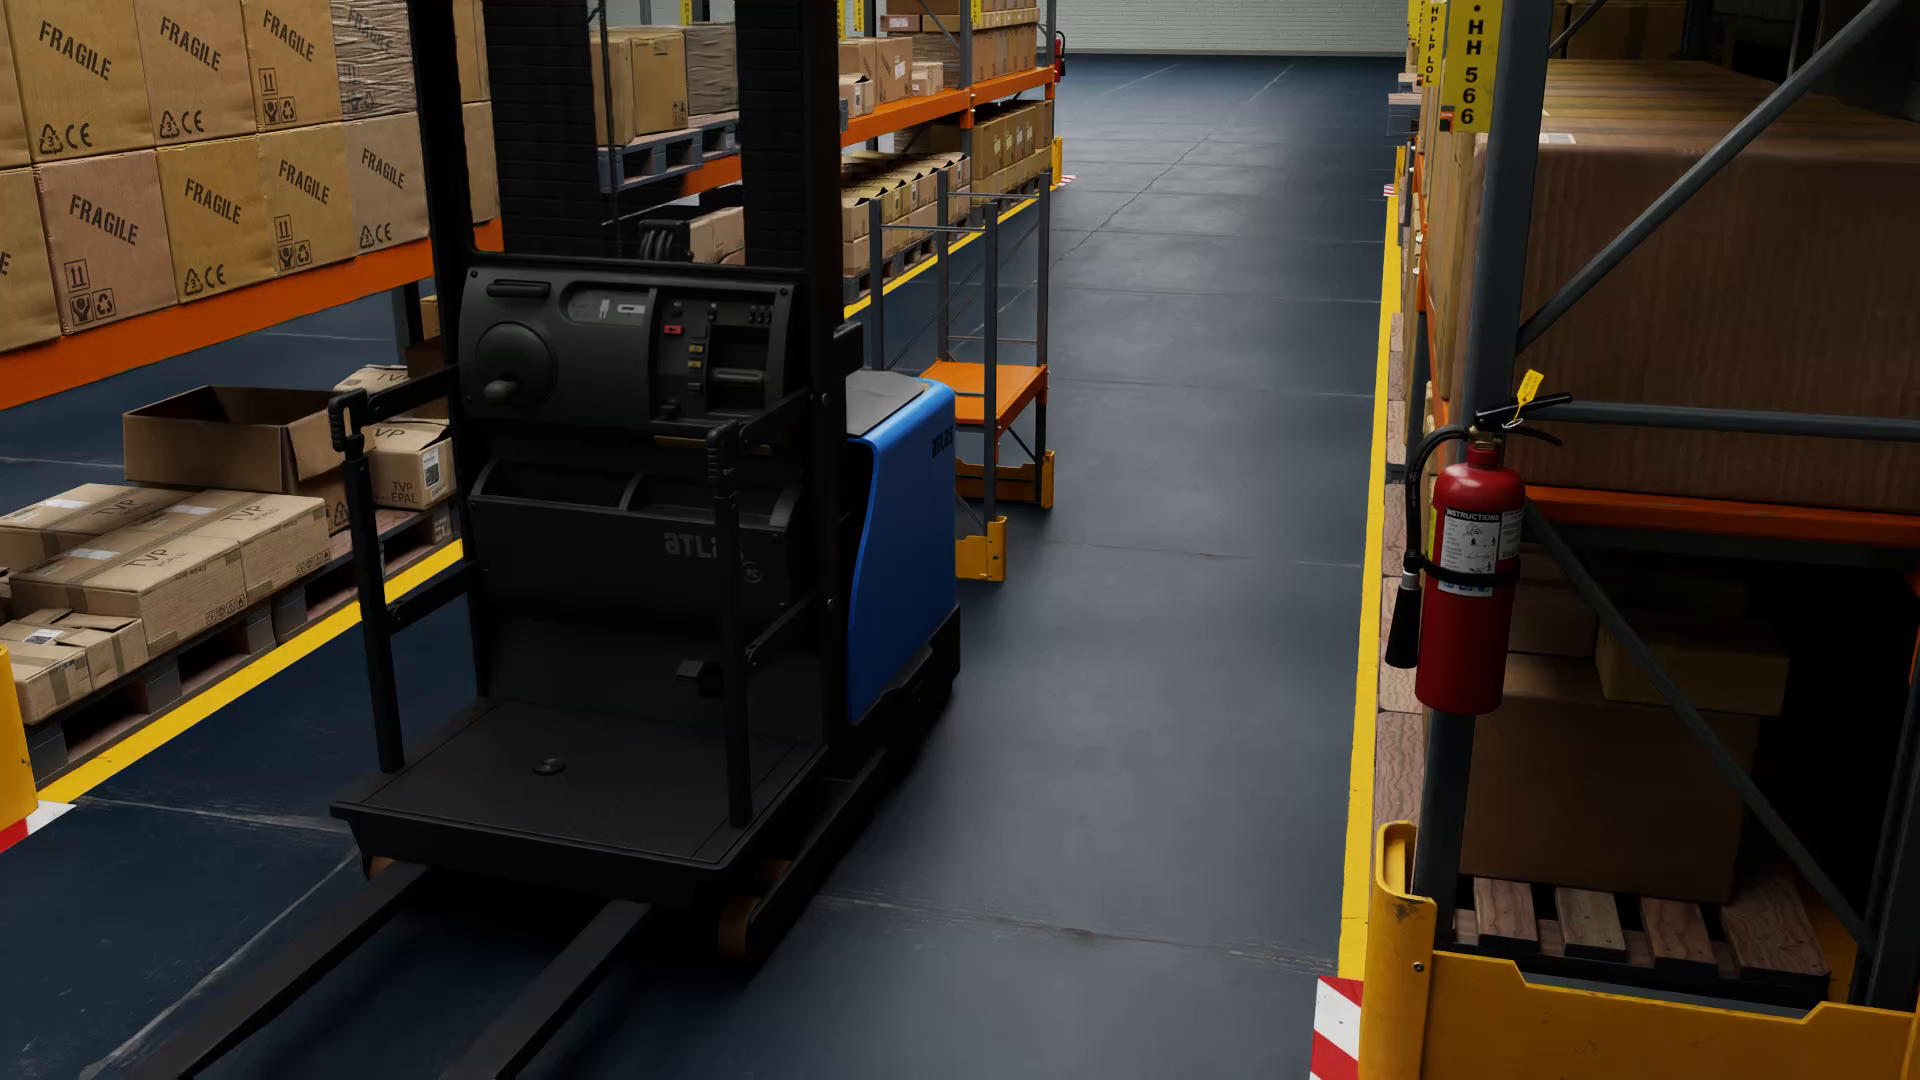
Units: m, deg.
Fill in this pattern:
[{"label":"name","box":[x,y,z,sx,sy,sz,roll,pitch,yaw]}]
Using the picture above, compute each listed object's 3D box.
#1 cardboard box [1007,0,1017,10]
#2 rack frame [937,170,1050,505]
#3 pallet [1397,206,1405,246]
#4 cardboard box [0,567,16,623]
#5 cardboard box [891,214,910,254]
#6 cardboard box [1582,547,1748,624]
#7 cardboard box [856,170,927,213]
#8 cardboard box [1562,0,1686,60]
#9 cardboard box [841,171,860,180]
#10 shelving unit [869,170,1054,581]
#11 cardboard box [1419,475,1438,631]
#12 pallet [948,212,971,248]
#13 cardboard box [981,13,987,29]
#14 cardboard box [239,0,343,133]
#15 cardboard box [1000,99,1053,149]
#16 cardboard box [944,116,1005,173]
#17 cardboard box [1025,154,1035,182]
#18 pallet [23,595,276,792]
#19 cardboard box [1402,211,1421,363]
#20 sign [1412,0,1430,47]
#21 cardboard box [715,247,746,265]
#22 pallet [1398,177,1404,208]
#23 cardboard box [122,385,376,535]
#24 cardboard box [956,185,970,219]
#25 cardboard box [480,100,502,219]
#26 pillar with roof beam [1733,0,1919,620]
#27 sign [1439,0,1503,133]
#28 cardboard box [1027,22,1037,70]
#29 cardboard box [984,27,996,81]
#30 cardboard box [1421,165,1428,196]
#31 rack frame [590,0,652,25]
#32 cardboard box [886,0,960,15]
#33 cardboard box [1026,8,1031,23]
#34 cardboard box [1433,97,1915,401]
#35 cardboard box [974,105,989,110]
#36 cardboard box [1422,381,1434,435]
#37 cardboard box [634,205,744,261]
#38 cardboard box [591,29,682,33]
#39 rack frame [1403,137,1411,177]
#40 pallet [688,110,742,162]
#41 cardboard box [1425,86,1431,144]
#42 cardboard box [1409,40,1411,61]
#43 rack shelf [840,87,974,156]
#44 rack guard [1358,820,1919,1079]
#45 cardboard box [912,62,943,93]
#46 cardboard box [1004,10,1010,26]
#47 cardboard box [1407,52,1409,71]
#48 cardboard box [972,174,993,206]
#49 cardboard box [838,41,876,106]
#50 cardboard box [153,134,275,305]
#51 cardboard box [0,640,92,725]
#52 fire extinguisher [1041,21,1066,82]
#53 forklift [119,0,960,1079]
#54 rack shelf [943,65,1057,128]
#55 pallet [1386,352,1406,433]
[{"label":"cardboard box","box":[0.205,-5.803,17.374,0.700,0.500,0.500,5,19,14]},{"label":"rack frame","box":[0.145,-0.896,7.490,0.500,1.500,0.032,5,19,13]},{"label":"pallet","box":[4.547,-2.877,15.283,1.003,0.211,1.213,5,19,13]},{"label":"cardboard box","box":[-3.239,0.211,5.631,0.380,0.166,0.250,5,19,13]},{"label":"cardboard box","box":[-0.709,-2.479,13.408,0.500,0.250,0.500,4,19,12]},{"label":"cardboard box","box":[1.845,0.124,4.397,0.380,0.149,0.250,5,19,14]},{"label":"cardboard box","box":[-0.580,-2.909,13.801,0.500,0.311,0.500,4,19,13]},{"label":"cardboard box","box":[2.827,-2.151,7.040,0.500,0.250,0.500,5,20,15]},{"label":"cardboard box","box":[-1.105,-2.944,13.903,0.500,0.311,0.500,5,20,15]},{"label":"shelving unit","box":[0.019,-0.734,7.015,0.587,1.500,1.083,5,19,13]},{"label":"cardboard box","box":[1.927,0.053,5.609,0.700,0.500,0.500,5,20,15]},{"label":"pallet","box":[-0.530,-2.819,15.115,1.003,0.211,1.213,5,19,13]},{"label":"cardboard box","box":[0.051,-5.038,16.139,0.380,0.149,0.250,4,19,13]},{"label":"cardboard box","box":[-2.585,-1.731,5.912,0.500,0.500,0.500,4,19,13]},{"label":"cardboard box","box":[0.747,-4.687,18.714,0.500,0.500,0.500,5,19,13]},{"label":"cardboard box","box":[0.144,-3.903,16.419,0.500,0.500,0.500,5,19,13]},{"label":"cardboard box","box":[0.514,-4.018,17.915,0.500,0.250,0.500,5,19,13]},{"label":"pallet","box":[-3.107,0.434,5.590,1.003,0.211,1.213,5,19,13]},{"label":"cardboard box","box":[2.912,-1.416,9.370,0.750,0.750,0.750,5,19,13]},{"label":"sign","box":[2.911,-3.279,10.479,0.100,0.325,0.005,5,19,13]},{"label":"cardboard box","box":[-1.615,-1.506,10.142,0.500,0.500,0.500,4,19,11]},{"label":"pallet","box":[5.143,-3.641,17.522,1.003,0.211,1.213,5,19,13]},{"label":"cardboard box","box":[-2.796,-0.303,6.616,0.797,0.503,0.637,5,19,13]},{"label":"cardboard box","box":[-0.208,-3.118,15.278,0.500,0.250,0.500,4,19,13]},{"label":"cardboard box","box":[-2.216,-1.736,7.474,0.500,0.500,0.500,5,19,14]},{"label":"pillar with roof beam","box":[-1.045,-4.367,6.050,9.100,9.000,0.400,5,19,13]},{"label":"sign","box":[0.962,-0.929,3.109,0.100,0.325,0.005,5,19,13]},{"label":"cardboard box","box":[0.463,-5.529,18.578,0.700,0.500,0.500,5,19,13]},{"label":"cardboard box","box":[-0.036,-4.883,16.687,0.700,0.500,0.500,5,19,14]},{"label":"cardboard box","box":[2.424,-1.740,8.000,0.380,0.149,0.250,5,19,13]},{"label":"rack frame","box":[-4.213,-6.019,20.169,1.000,3.000,0.127,5,19,13]},{"label":"cardboard box","box":[-0.285,-5.174,15.532,0.700,0.500,0.500,5,19,14]},{"label":"cardboard box","box":[0.556,-5.684,18.029,0.380,0.149,0.250,4,19,13]},{"label":"cardboard box","box":[1.767,-0.753,4.288,0.980,0.700,0.700,5,19,13]},{"label":"cardboard box","box":[0.013,-4.414,17.914,0.500,0.500,0.500,5,19,13]},{"label":"cardboard box","box":[1.919,-0.479,6.163,0.380,0.149,0.250,5,20,15]},{"label":"cardboard box","box":[-1.621,-1.849,9.986,0.500,0.250,0.500,4,19,12]},{"label":"cardboard box","box":[-1.970,-2.670,9.560,0.700,0.500,0.500,0,19,-1]},{"label":"rack frame","box":[5.394,-5.237,17.878,1.000,3.000,0.127,5,19,13]},{"label":"pallet","box":[-1.836,-2.418,9.924,1.003,0.211,1.213,5,19,13]},{"label":"cardboard box","box":[2.577,-2.155,8.210,0.500,0.500,0.500,5,19,13]},{"label":"cardboard box","box":[4.349,-4.606,15.072,0.500,0.500,0.500,5,19,13]},{"label":"rack shelf","box":[-0.876,-3.406,13.630,1.077,0.370,4.000,5,19,13]},{"label":"rack guard","box":[1.479,0.969,3.578,1.175,0.500,0.348,5,19,13]},{"label":"cardboard box","box":[-0.466,-4.144,14.912,0.500,0.250,0.500,6,20,17]},{"label":"cardboard box","box":[0.304,-5.360,17.080,0.380,0.149,0.250,4,19,13]},{"label":"cardboard box","box":[4.724,-4.724,16.579,0.500,0.250,0.500,4,19,13]},{"label":"cardboard box","box":[0.020,-3.392,16.081,0.500,0.250,0.500,5,19,13]},{"label":"cardboard box","box":[-0.971,-3.694,13.206,0.500,0.500,0.500,4,19,10]},{"label":"cardboard box","box":[-2.709,-1.096,5.602,0.500,0.500,0.500,5,19,13]},{"label":"cardboard box","box":[-2.884,0.425,5.032,0.380,0.149,0.250,5,19,13]},{"label":"fire extinguisher","box":[1.069,-5.590,19.034,0.296,0.674,0.183,5,19,13]},{"label":"forklift","box":[-0.926,-0.484,4.070,1.130,2.935,3.031,6,20,16]},{"label":"rack shelf","box":[0.101,-4.659,17.301,1.077,0.370,4.000,5,19,13]},{"label":"pallet","box":[2.874,-0.787,9.166,1.003,0.211,1.213,5,19,13]}]
